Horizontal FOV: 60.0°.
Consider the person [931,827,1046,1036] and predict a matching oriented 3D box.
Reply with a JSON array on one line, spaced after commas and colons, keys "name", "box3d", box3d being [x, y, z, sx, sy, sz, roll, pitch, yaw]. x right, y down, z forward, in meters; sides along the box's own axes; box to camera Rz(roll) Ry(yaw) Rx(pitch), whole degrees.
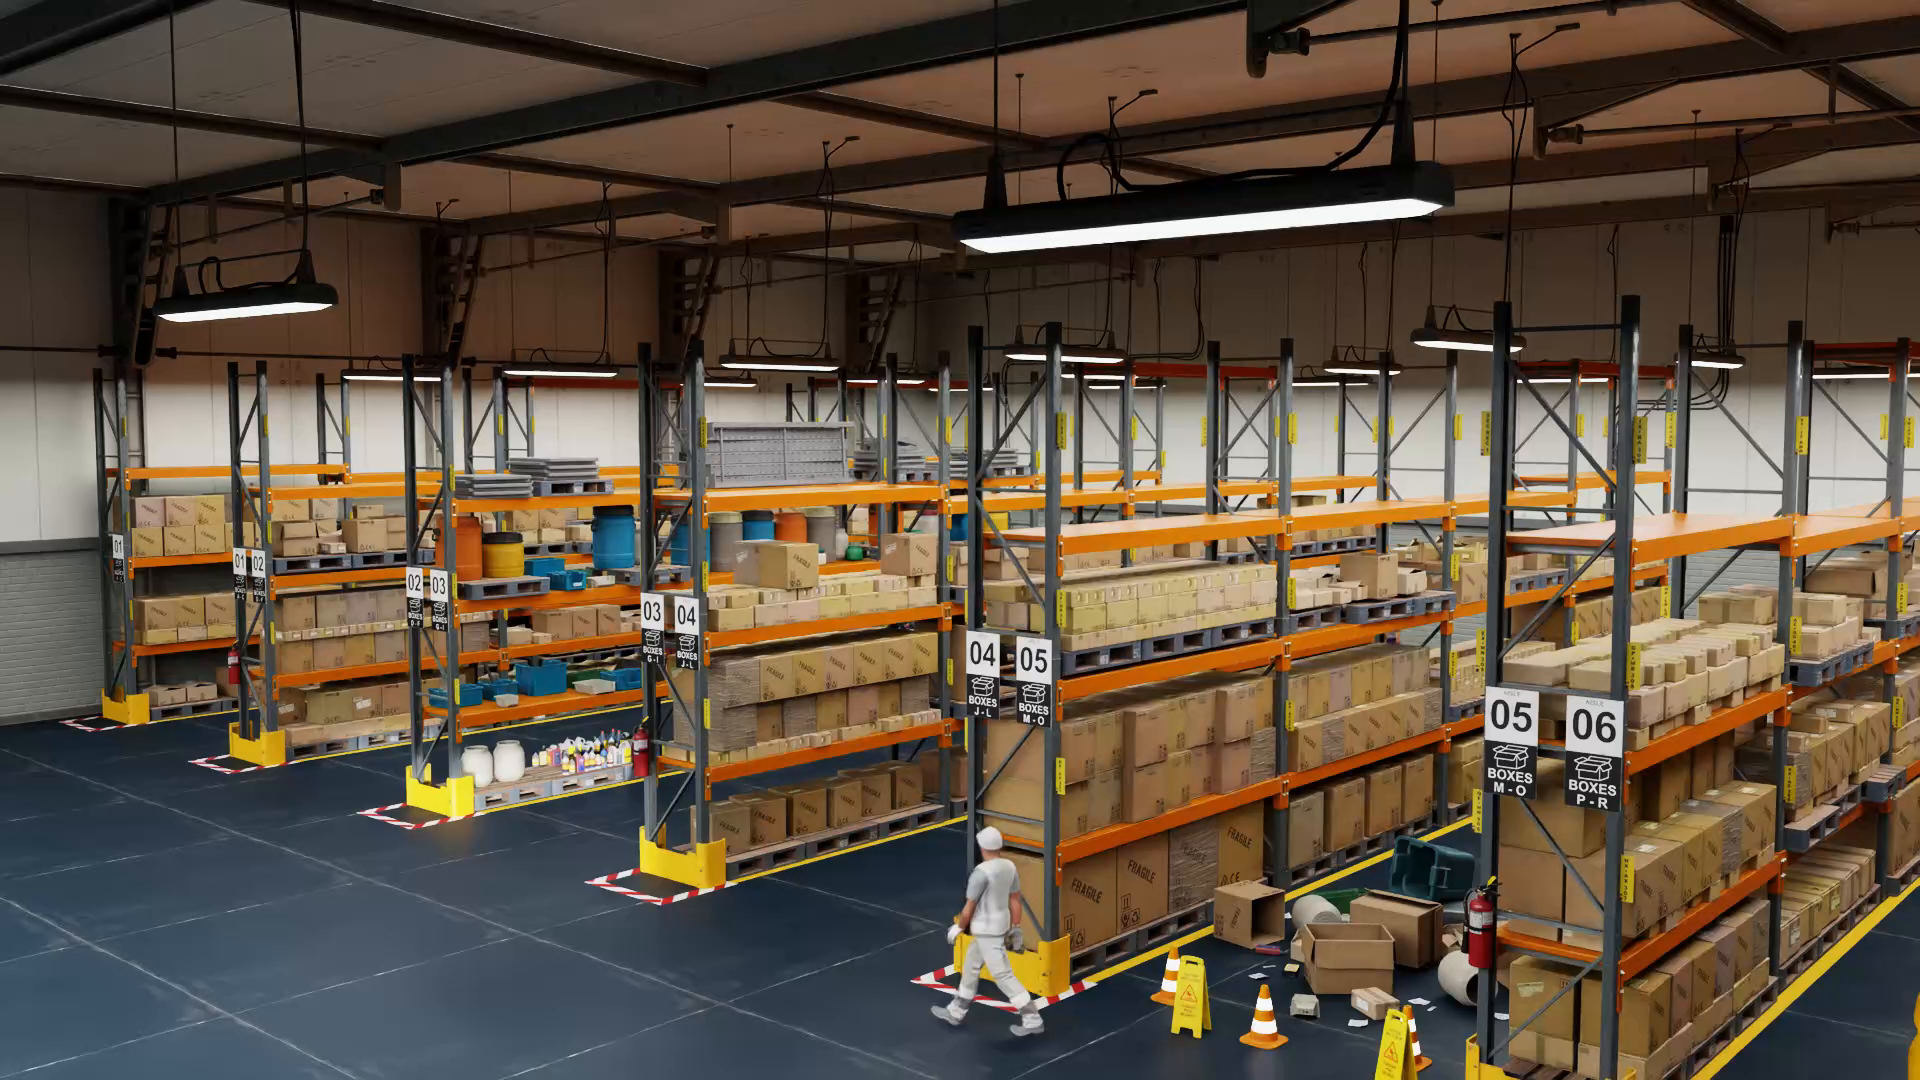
[{"name": "person", "box3d": [0.222, 3.264, 13.879, 1.032, 1.758, 0.481, 1, 4, 13]}]

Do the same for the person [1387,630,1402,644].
[{"name": "person", "box3d": [8.202, 2.015, 31.593, 0.497, 1.634, 0.477, 0, 4, 5]}]
